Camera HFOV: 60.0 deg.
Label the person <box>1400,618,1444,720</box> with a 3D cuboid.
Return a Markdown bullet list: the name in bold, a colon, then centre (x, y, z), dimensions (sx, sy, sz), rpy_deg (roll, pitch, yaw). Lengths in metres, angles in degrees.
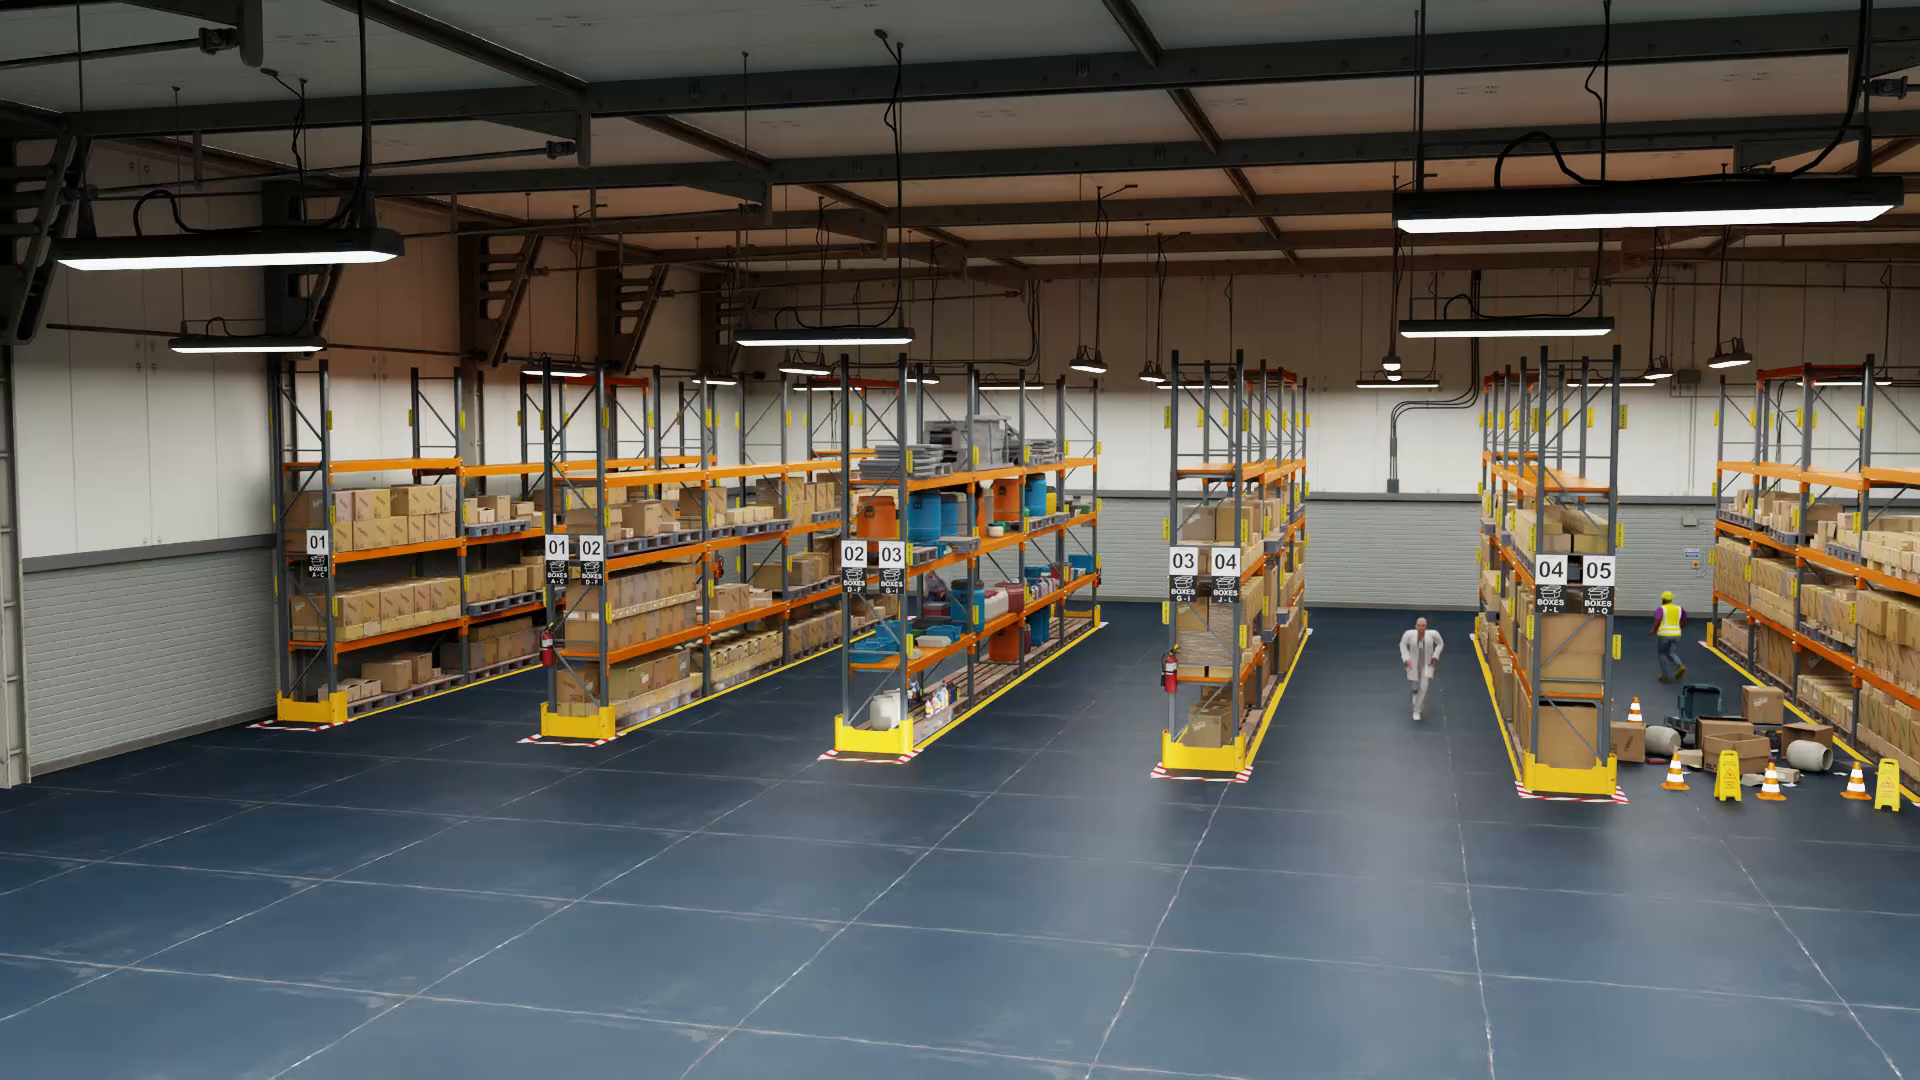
- **person**: centre (7.811, 2.144, 28.187), dimensions (0.714, 1.735, 0.946), rpy_deg (1, 4, 10)

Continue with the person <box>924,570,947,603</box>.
- **person**: centre (-0.542, 1.363, 40.751), dimensions (0.612, 1.459, 0.949), rpy_deg (2, 5, 28)

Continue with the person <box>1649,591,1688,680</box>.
- **person**: centre (13.685, 1.855, 31.949), dimensions (0.703, 1.711, 0.740), rpy_deg (0, 4, -6)
